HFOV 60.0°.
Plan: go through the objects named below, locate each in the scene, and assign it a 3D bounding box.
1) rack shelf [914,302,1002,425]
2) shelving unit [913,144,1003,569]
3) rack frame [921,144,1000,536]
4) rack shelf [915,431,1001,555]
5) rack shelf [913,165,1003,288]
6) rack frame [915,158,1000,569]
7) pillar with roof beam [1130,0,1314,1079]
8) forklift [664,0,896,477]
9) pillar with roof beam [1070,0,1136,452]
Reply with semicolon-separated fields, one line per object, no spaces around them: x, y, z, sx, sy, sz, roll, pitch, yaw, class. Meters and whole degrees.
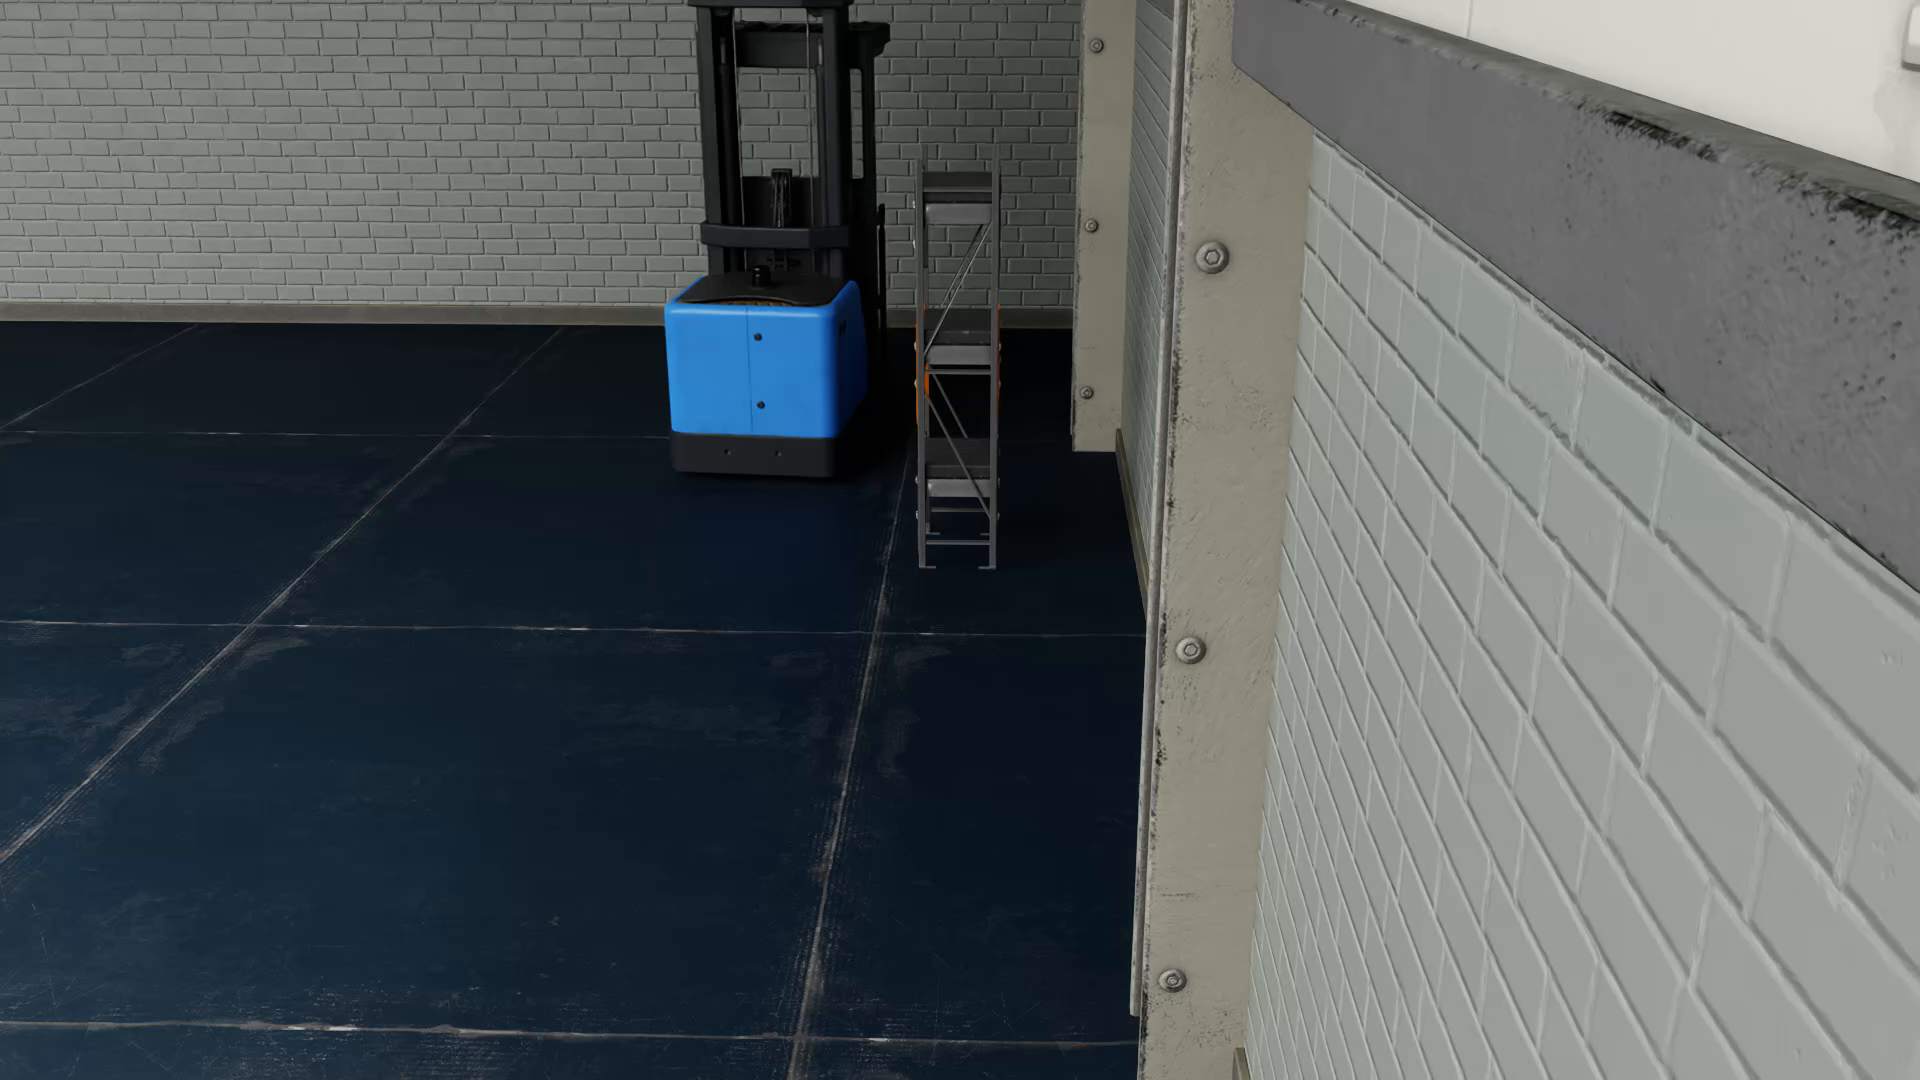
-0.005;-0.906;8.500;0.431;0.518;0.480;1;21;2;rack shelf
-0.005;-0.919;8.495;0.431;2.100;0.503;1;21;2;shelving unit
0.002;-1.007;8.722;0.400;2.100;0.015;1;21;2;rack frame
-0.005;-0.254;8.753;0.431;0.518;0.480;1;21;2;rack shelf
-0.005;-1.559;8.247;0.431;0.518;0.480;1;21;2;rack shelf
-0.012;-0.831;8.267;0.400;2.100;0.015;1;21;2;rack frame
-3.619;-2.703;3.556;9.100;9.000;0.400;1;21;2;pillar with roof beam
-1.039;-2.229;10.722;1.130;2.935;3.031;2;21;6;forklift
-3.436;-4.873;9.147;9.100;9.000;0.400;1;21;2;pillar with roof beam
